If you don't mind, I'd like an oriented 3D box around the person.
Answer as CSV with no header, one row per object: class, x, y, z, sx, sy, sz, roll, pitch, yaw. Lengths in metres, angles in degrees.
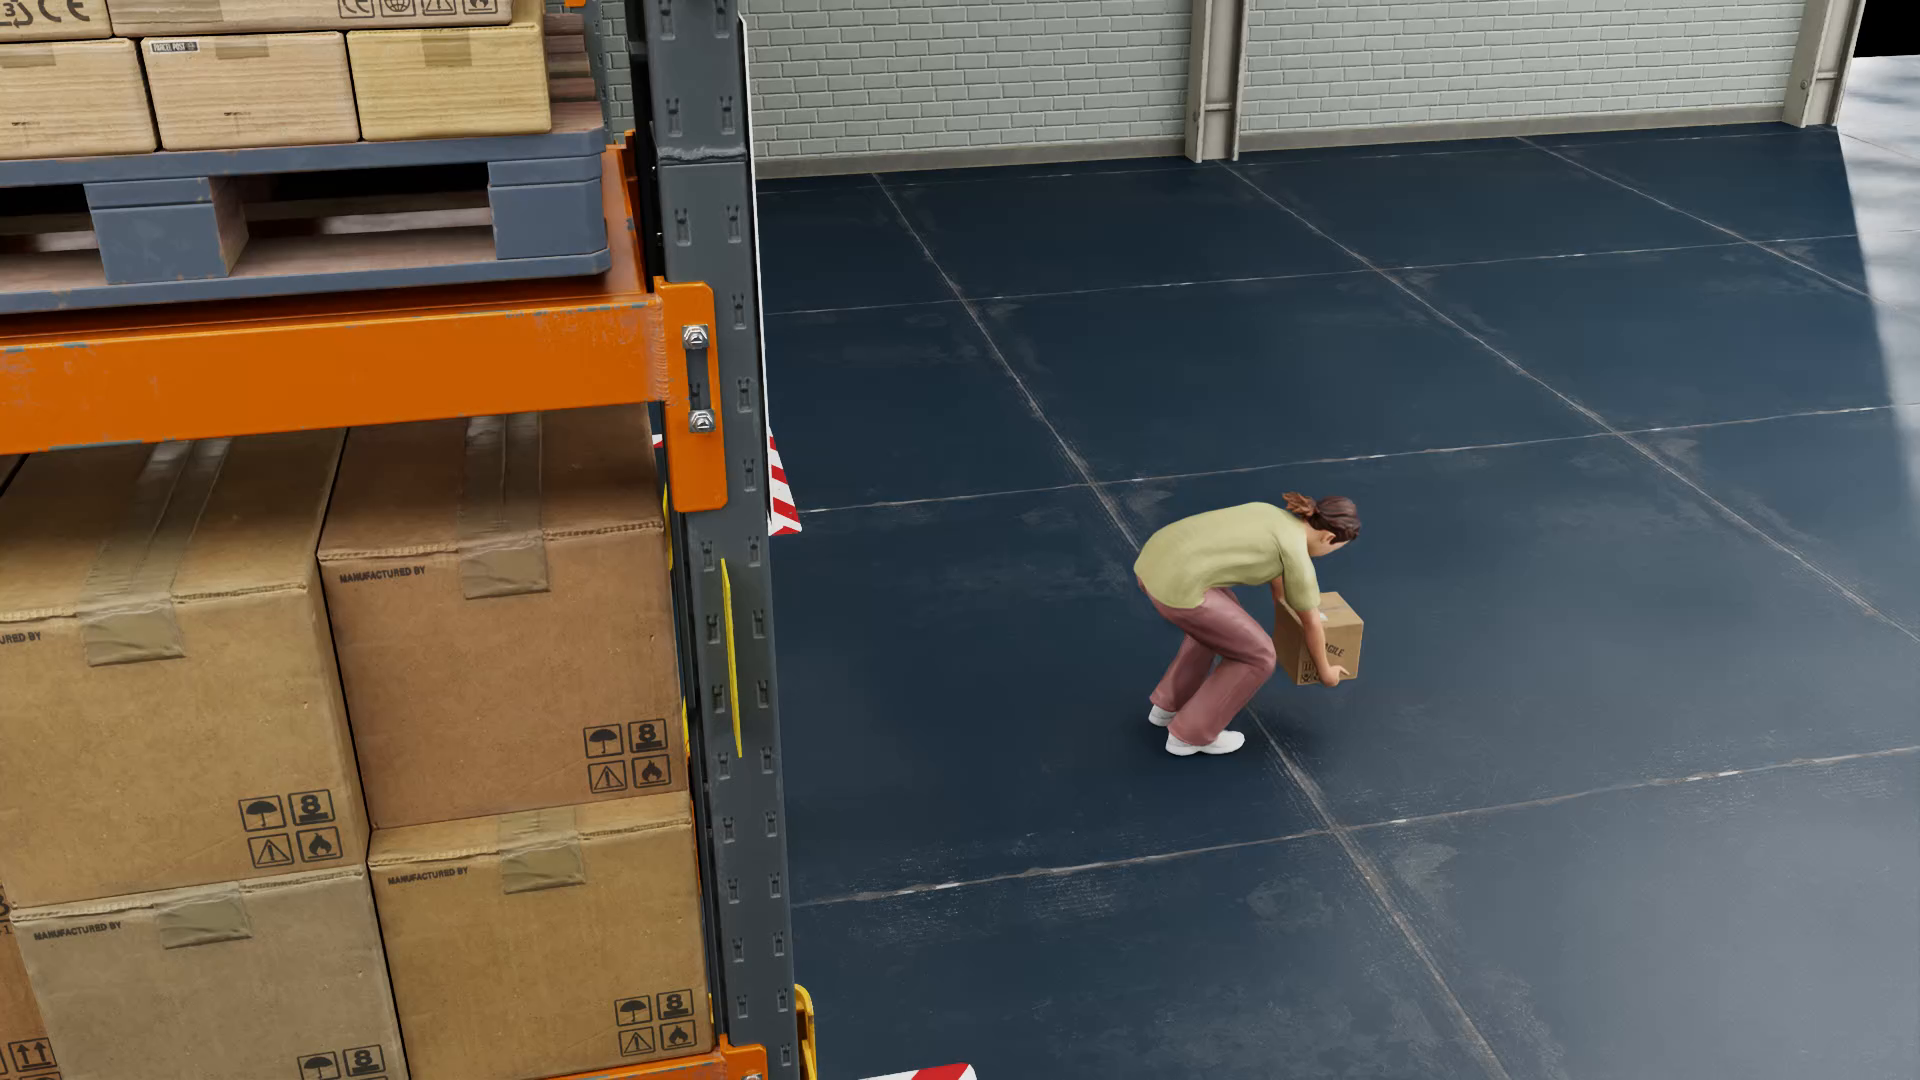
person,1.078,0.293,6.302,0.868,0.987,0.472,-7,28,-14
